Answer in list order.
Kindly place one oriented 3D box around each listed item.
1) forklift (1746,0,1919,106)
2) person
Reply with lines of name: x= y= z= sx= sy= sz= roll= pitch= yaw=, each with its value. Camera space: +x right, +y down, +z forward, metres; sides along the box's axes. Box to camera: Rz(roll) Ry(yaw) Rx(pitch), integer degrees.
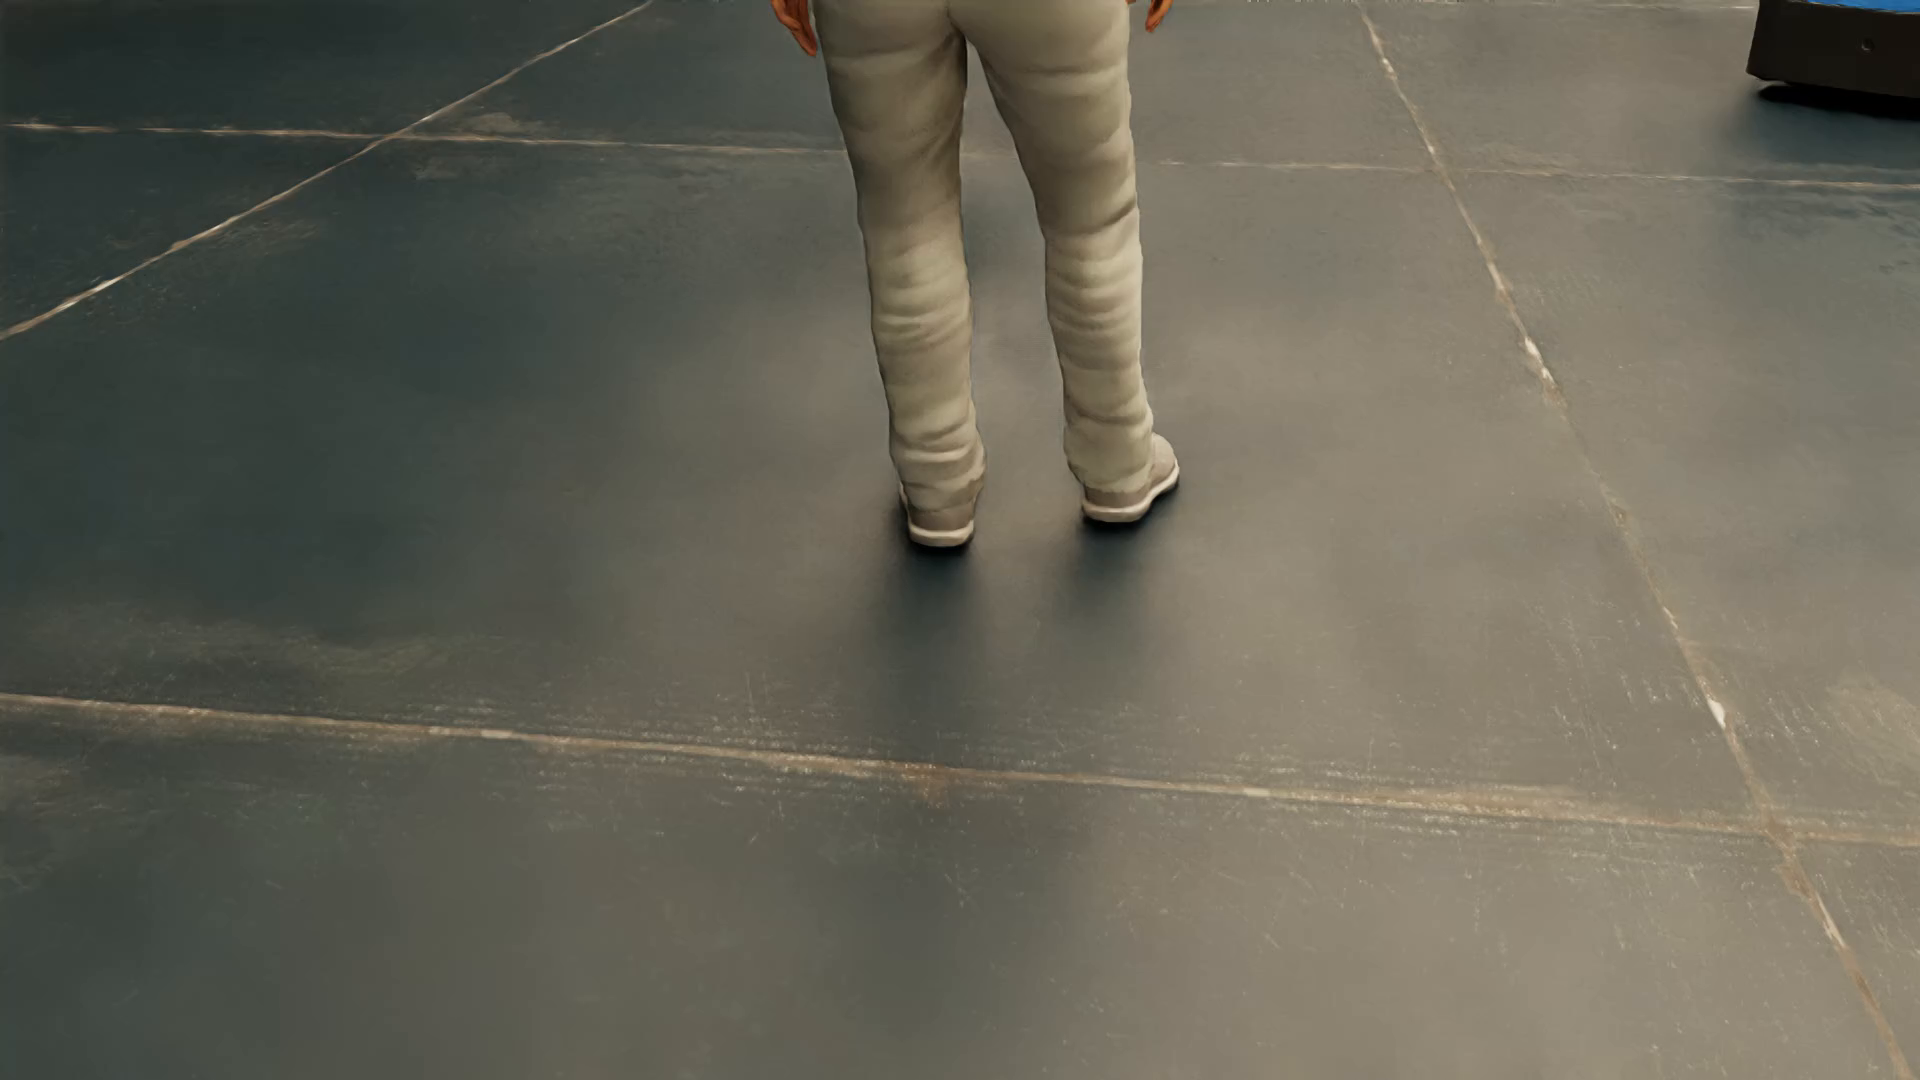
forklift: x=3.925 y=-3.056 z=5.342 sx=1.130 sy=2.935 sz=3.031 roll=24 pitch=35 yaw=39
person: x=0.033 y=-0.785 z=2.190 sx=0.598 sy=1.669 sz=0.529 roll=3 pitch=27 yaw=7
